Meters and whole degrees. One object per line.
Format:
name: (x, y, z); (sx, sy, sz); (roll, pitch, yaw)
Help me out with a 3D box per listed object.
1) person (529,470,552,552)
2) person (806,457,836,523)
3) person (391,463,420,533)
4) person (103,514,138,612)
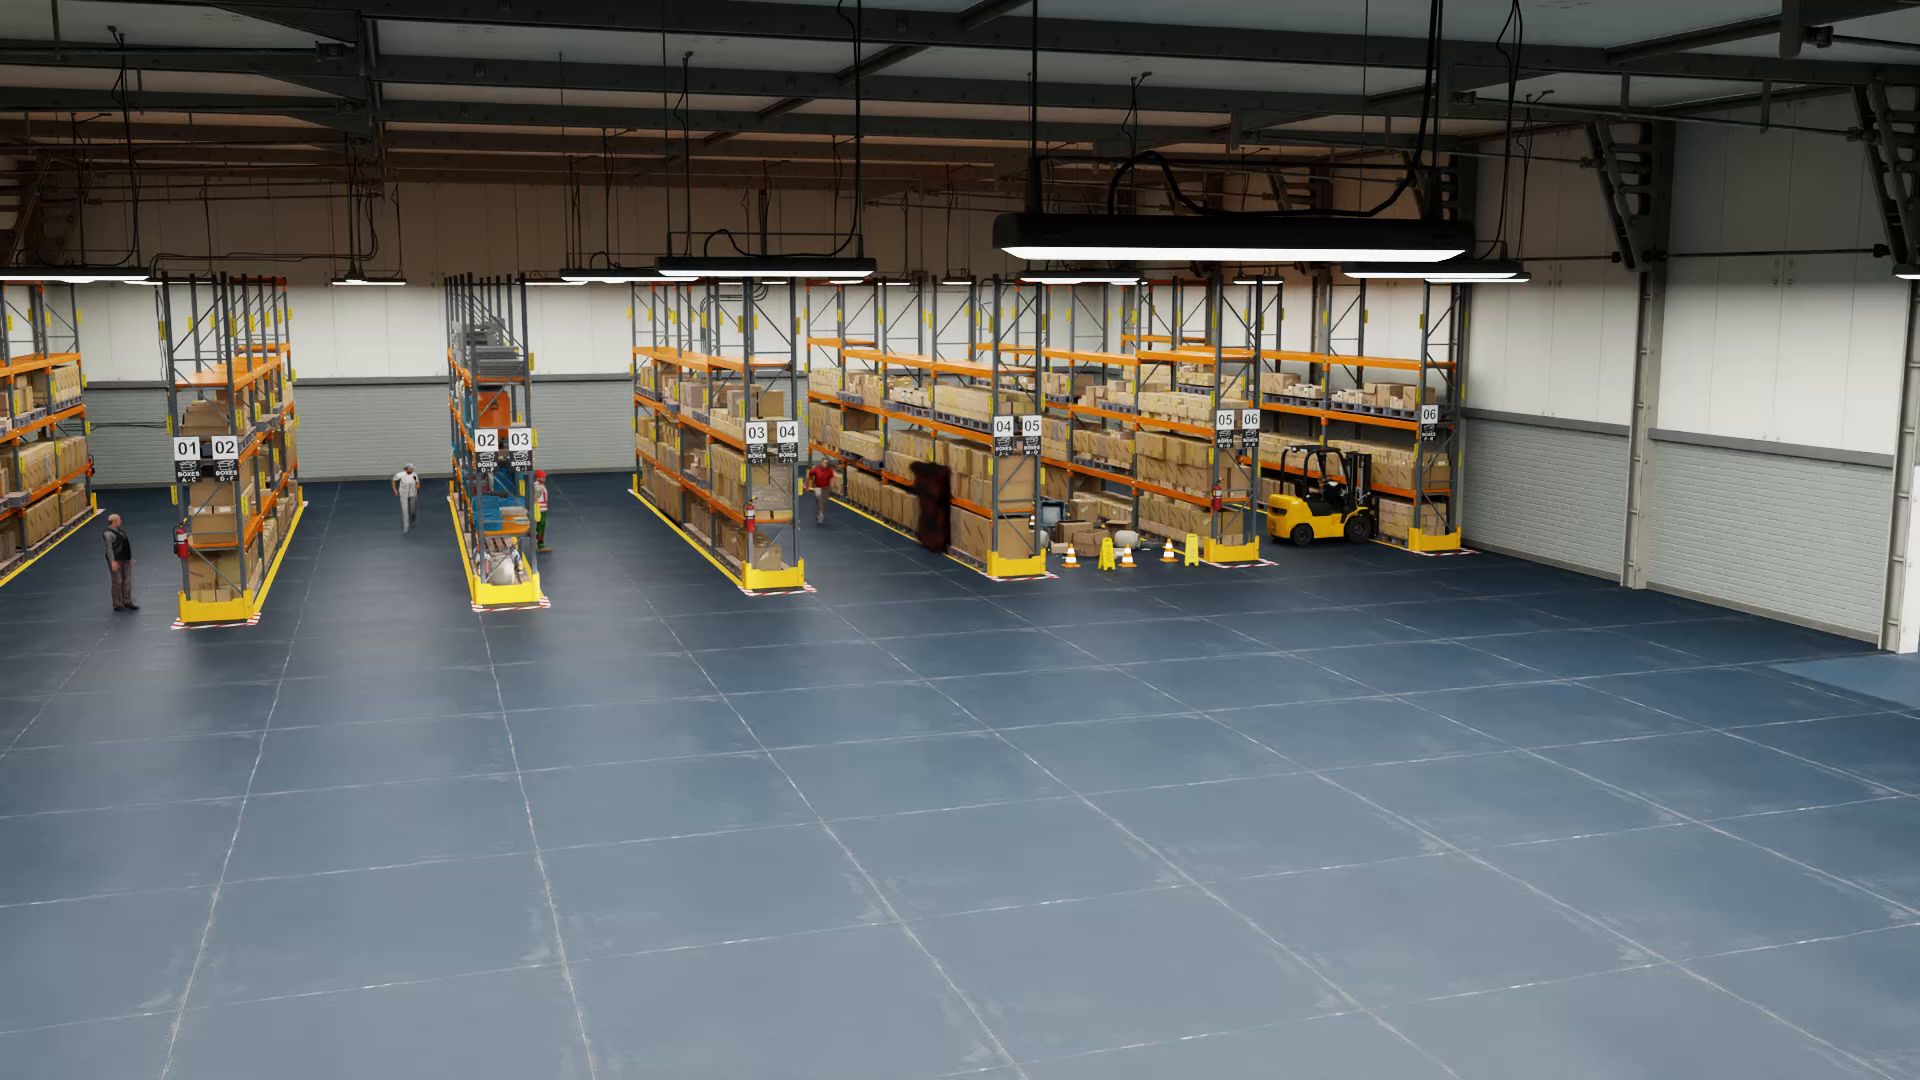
person: (-9.185, -0.640, 36.306); (0.471, 1.789, 0.563); (-5, 10, -28)
person: (-3.367, -1.194, 40.335); (0.667, 1.641, 0.976); (-3, 9, -19)
person: (-13.086, -1.029, 39.281); (0.641, 1.616, 1.028); (-2, 9, -15)
person: (-15.063, 0.412, 29.846); (0.478, 1.753, 0.561); (2, 9, 12)
